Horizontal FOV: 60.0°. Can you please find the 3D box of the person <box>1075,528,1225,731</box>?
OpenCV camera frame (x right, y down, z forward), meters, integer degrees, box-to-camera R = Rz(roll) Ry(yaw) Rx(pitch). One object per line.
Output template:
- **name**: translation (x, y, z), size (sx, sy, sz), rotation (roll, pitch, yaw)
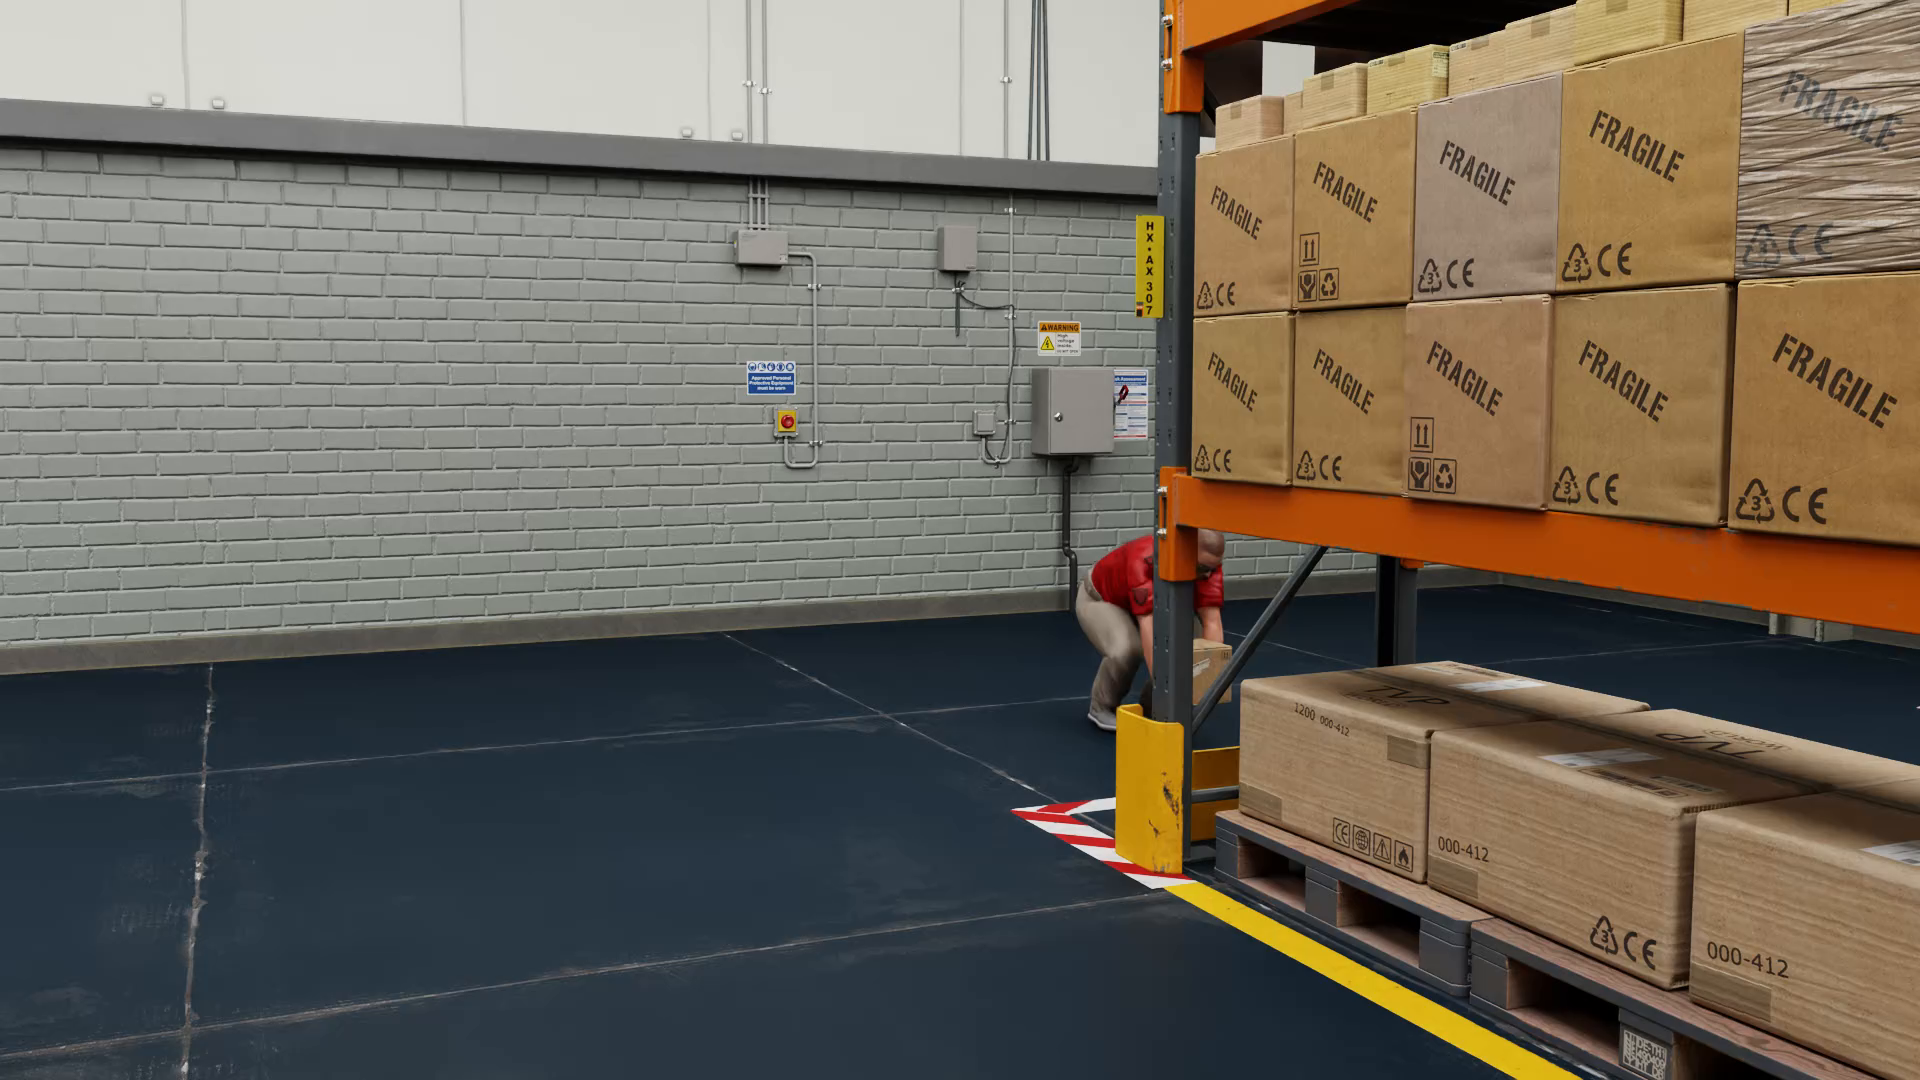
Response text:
- **person**: translation (0.890, 0.396, 7.649), size (0.533, 0.986, 0.892), rotation (-3, 6, -25)
